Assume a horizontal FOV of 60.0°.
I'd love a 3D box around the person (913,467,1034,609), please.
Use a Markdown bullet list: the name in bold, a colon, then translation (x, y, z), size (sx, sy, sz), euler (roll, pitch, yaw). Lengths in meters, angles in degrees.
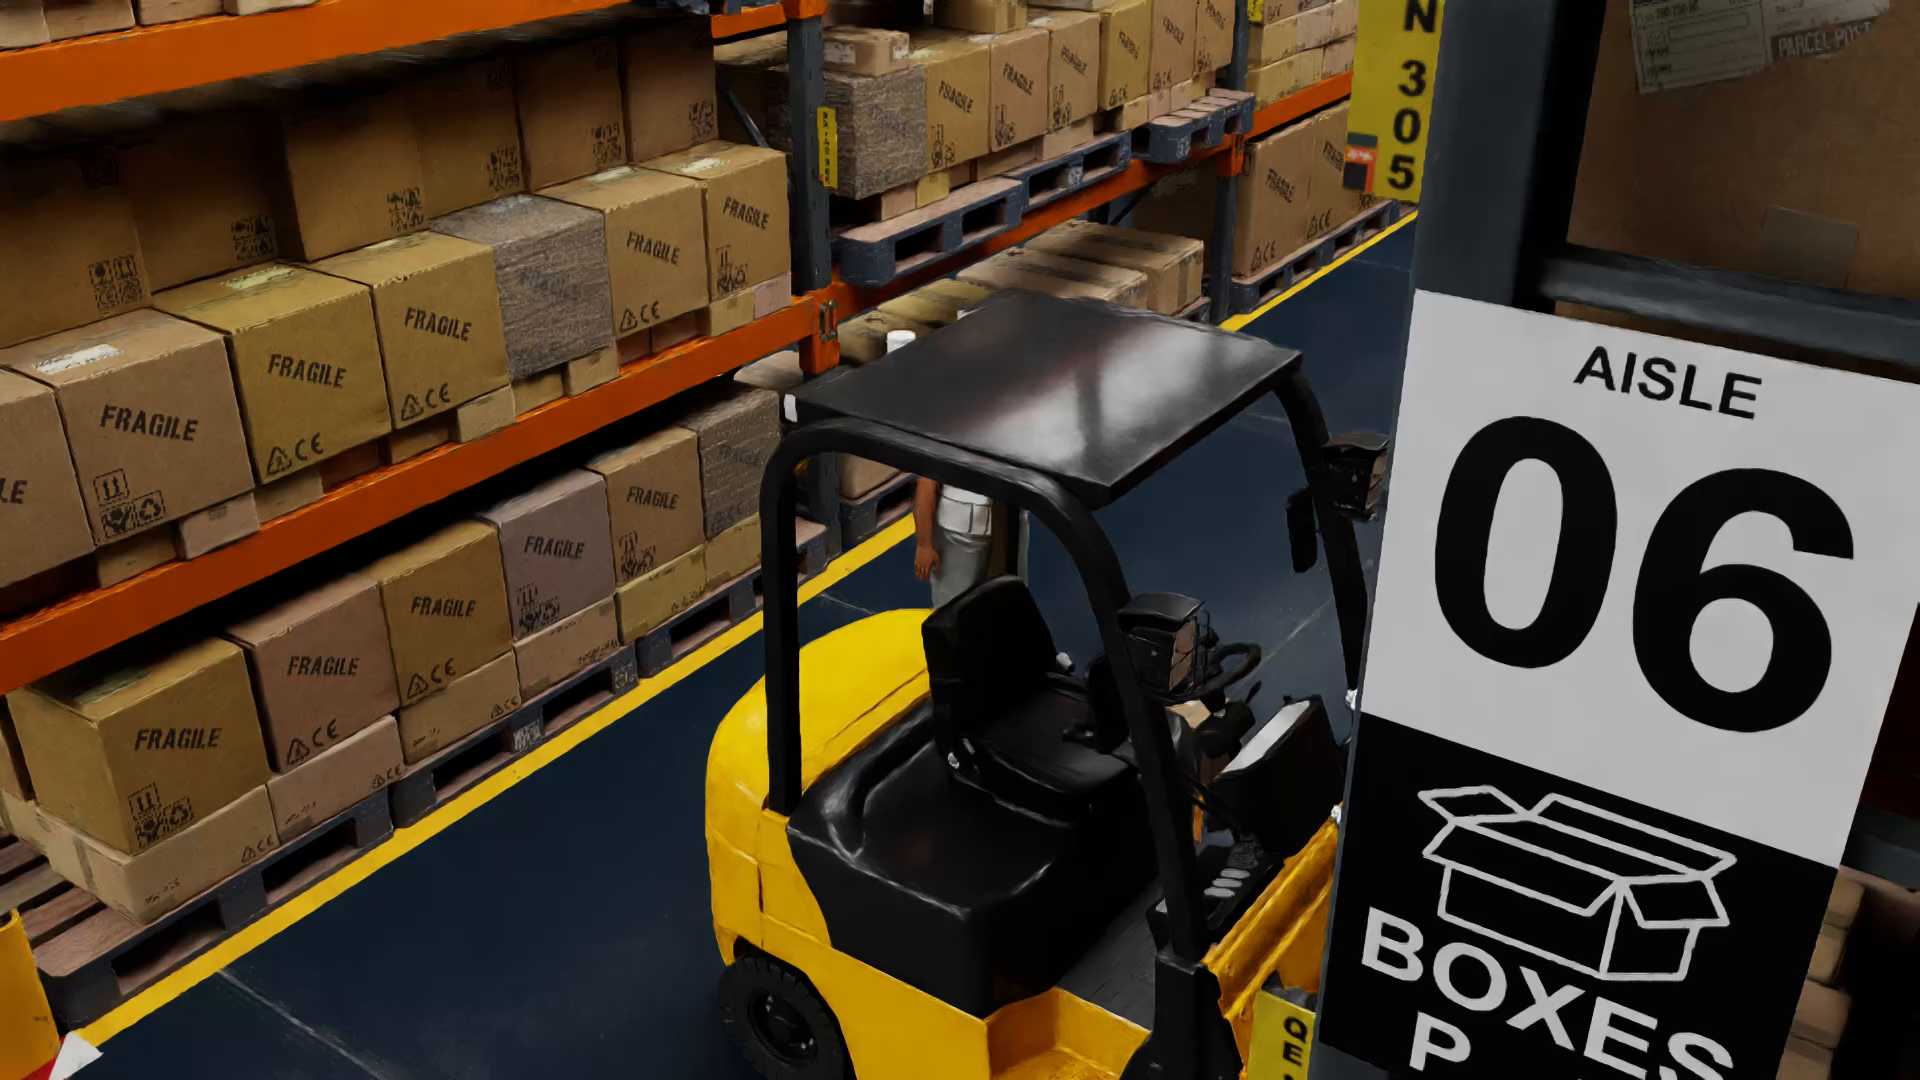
- **person**: translation (0.072, -0.062, 6.200), size (0.433, 1.667, 0.579), euler (20, 33, 34)
